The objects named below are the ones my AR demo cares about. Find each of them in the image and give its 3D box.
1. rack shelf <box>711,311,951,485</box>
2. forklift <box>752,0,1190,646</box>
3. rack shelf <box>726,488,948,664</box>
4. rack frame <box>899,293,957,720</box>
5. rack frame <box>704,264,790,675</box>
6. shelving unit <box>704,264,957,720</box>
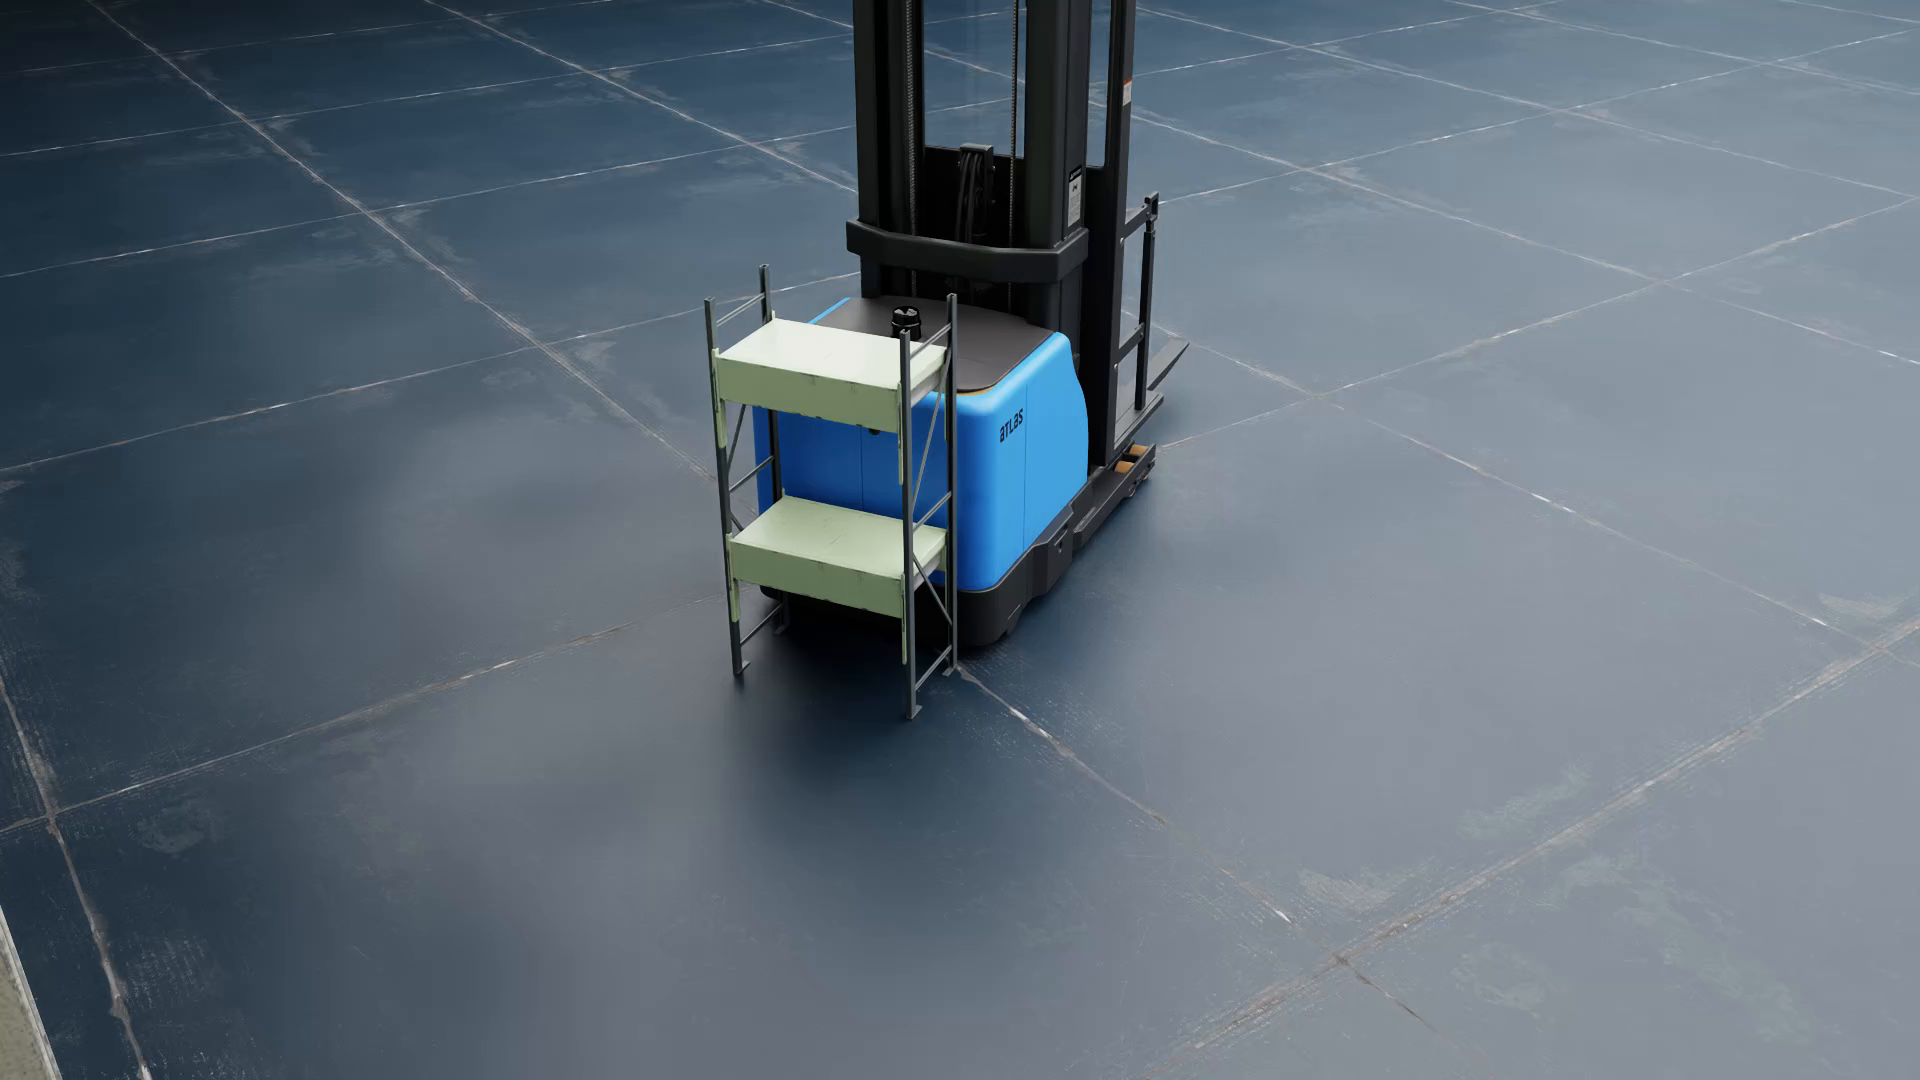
[{"bbox_3d":[-0.437,-0.506,5.800,0.720,0.370,0.431,12,31,21],"label":"rack shelf"},{"bbox_3d":[0.265,-1.561,7.060,1.130,2.935,3.031,12,31,22],"label":"forklift"},{"bbox_3d":[-0.437,0.123,6.142,0.720,0.370,0.431,12,31,21],"label":"rack shelf"},{"bbox_3d":[-0.103,-0.092,5.854,0.023,1.500,0.400,12,31,21],"label":"rack frame"},{"bbox_3d":[-0.771,-0.235,6.119,0.023,1.500,0.400,12,31,21],"label":"rack frame"},{"bbox_3d":[-0.437,-0.163,5.986,0.755,1.500,0.431,12,31,21],"label":"shelving unit"}]
